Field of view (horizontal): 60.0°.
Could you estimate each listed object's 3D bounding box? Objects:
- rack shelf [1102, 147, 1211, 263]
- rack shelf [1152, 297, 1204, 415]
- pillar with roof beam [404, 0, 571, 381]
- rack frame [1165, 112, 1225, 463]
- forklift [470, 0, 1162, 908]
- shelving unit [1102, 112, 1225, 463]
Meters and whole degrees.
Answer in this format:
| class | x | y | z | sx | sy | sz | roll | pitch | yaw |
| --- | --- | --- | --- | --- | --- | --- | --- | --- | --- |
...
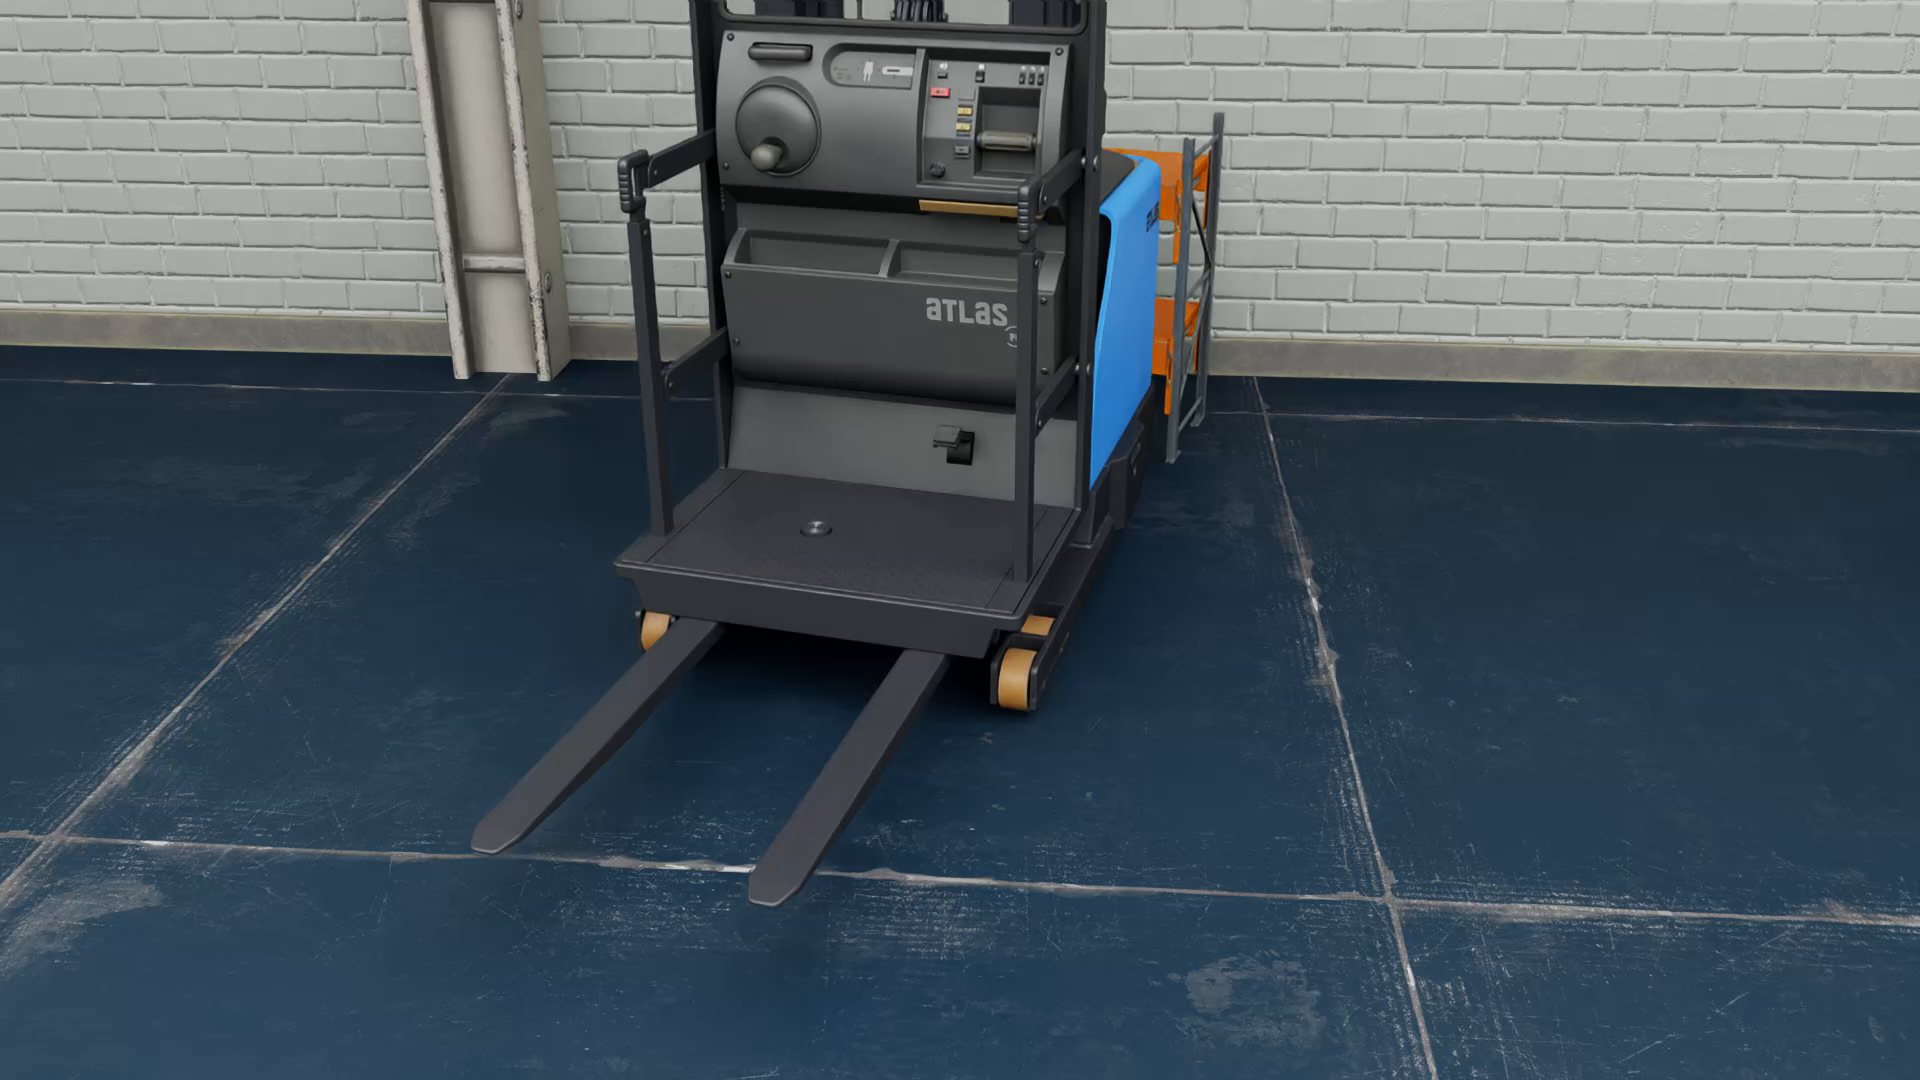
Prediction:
| class | x | y | z | sx | sy | sz | roll | pitch | yaw |
| --- | --- | --- | --- | --- | --- | --- | --- | --- | --- |
| rack shelf | 0.346 | -1.221 | 5.857 | 1.000 | 0.278 | 0.538 | 9 | 26 | 18 |
| rack shelf | 0.346 | -0.732 | 6.081 | 1.000 | 0.278 | 0.538 | 9 | 26 | 18 |
| pillar with roof beam | -2.144 | -2.998 | 1.000 | 0.400 | 9.000 | 9.100 | 2 | 25 | 4 |
| rack frame | 0.823 | -0.882 | 5.820 | 0.032 | 1.125 | 0.500 | 9 | 26 | 18 |
| forklift | -0.242 | -1.072 | 4.074 | 1.130 | 2.935 | 3.031 | 7 | 26 | 15 |
| shelving unit | 0.346 | -0.955 | 5.979 | 1.048 | 1.125 | 0.538 | 9 | 26 | 18 |
